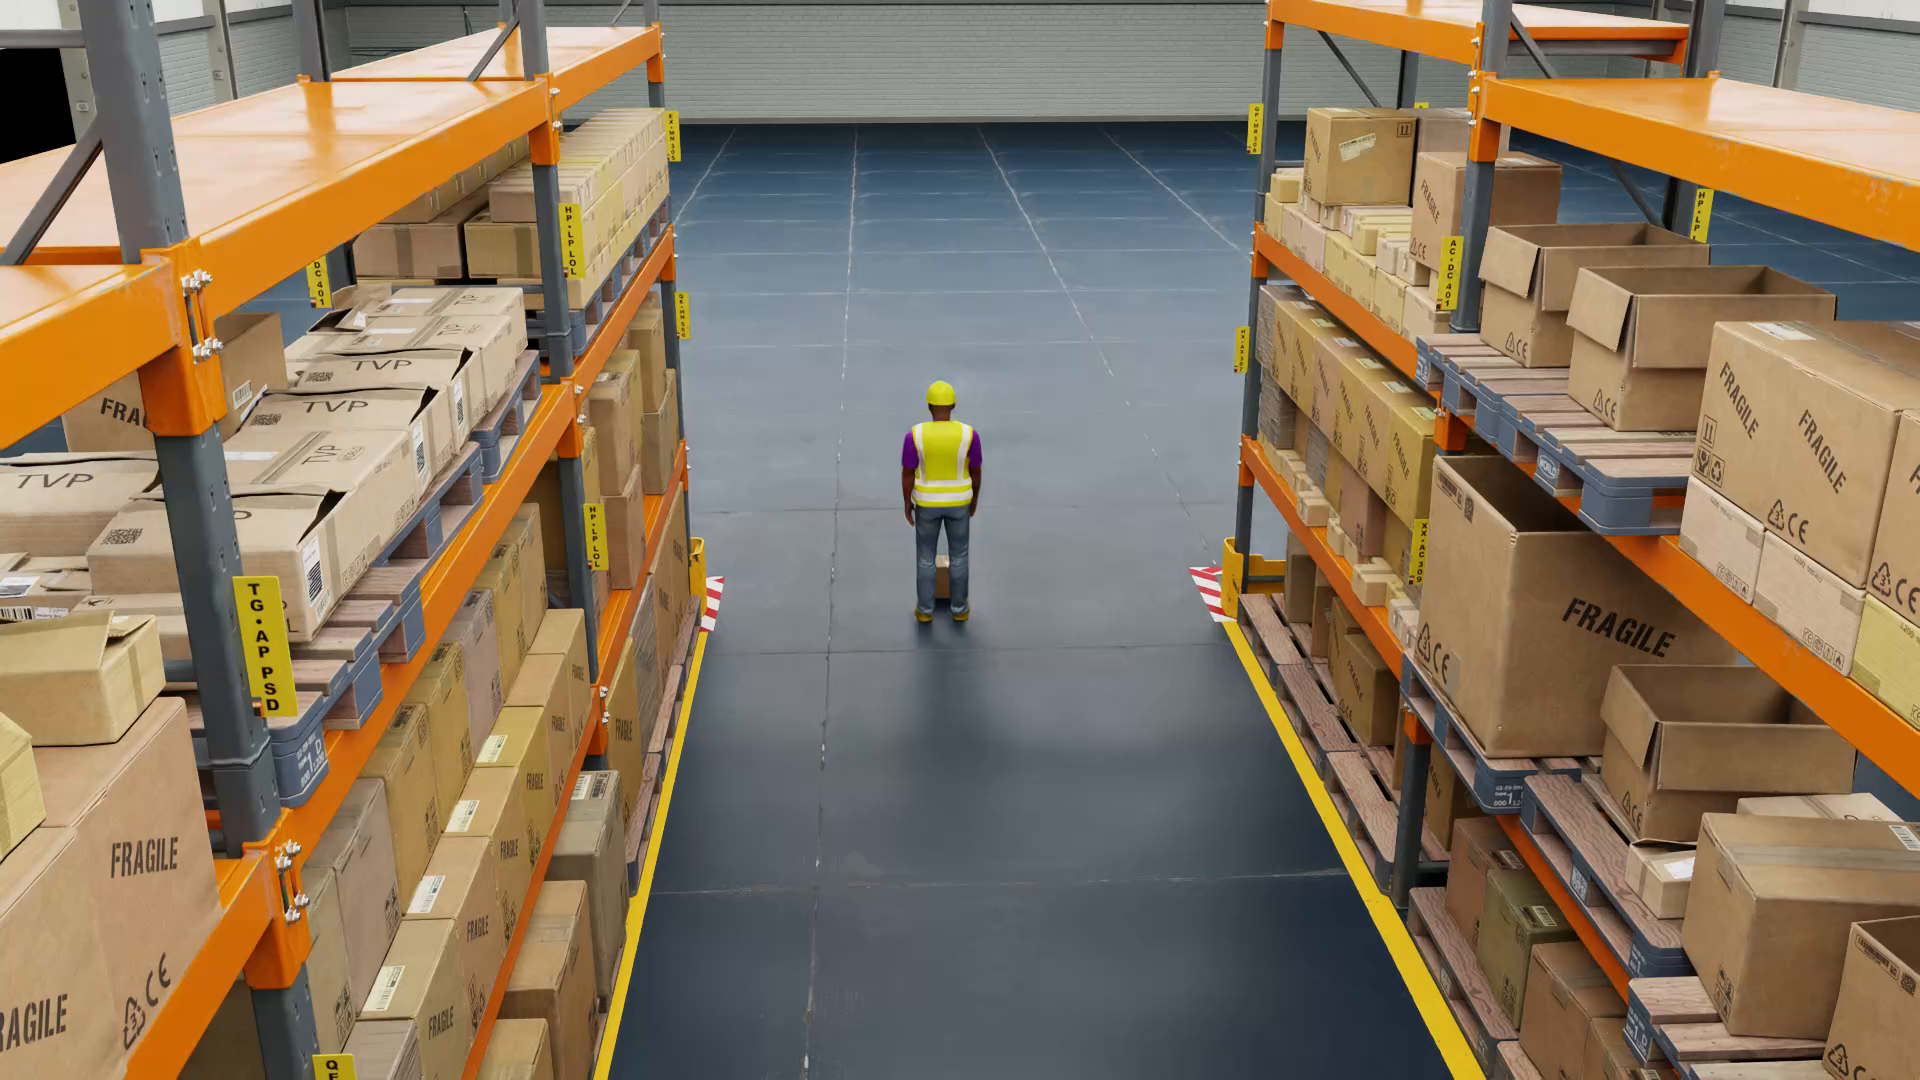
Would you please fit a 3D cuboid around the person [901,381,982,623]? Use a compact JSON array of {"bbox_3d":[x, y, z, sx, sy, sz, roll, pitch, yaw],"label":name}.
[{"bbox_3d":[-0.131,-0.270,11.779,0.568,1.773,0.392,-1,20,-2],"label":"person"}]
